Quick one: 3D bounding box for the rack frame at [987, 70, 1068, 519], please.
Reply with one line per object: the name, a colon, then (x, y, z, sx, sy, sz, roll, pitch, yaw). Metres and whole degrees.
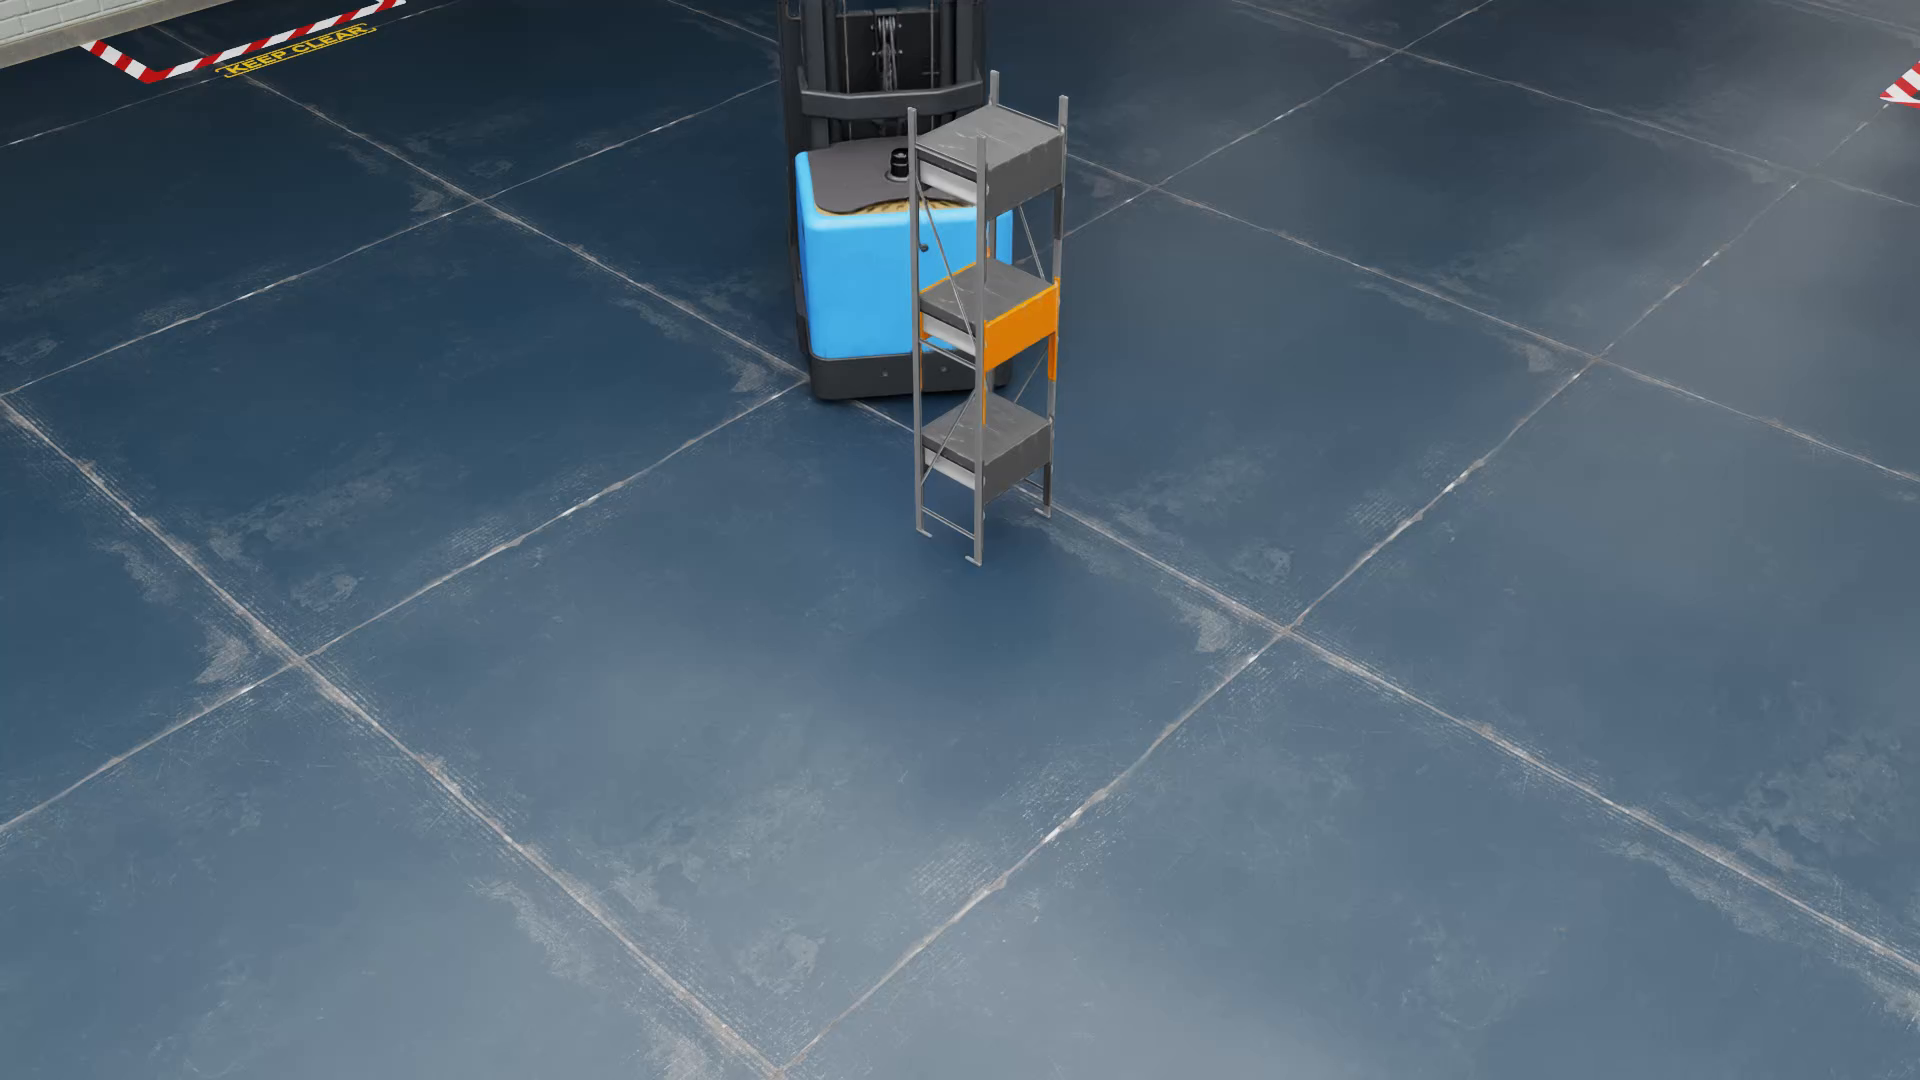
rack frame: (0.276, -1.010, 7.333, 0.400, 2.100, 0.015, 30, 47, 32)

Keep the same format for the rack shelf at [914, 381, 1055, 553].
rack shelf: (0.112, -0.339, 7.636, 0.431, 0.518, 0.480, 30, 47, 32)

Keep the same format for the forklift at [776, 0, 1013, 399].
forklift: (-0.441, -2.782, 8.894, 1.130, 2.935, 3.031, -5, 39, -6)

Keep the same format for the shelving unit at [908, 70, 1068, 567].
shelving unit: (0.112, -0.898, 7.192, 0.431, 2.100, 0.503, 30, 47, 32)

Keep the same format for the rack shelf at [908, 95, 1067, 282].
rack shelf: (0.112, -1.435, 6.765, 0.431, 0.518, 0.480, 30, 47, 32)

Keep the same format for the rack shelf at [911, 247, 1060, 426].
rack shelf: (0.112, -0.887, 7.201, 0.431, 0.518, 0.480, 30, 47, 32)

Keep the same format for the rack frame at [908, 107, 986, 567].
rack frame: (-0.053, -0.786, 7.051, 0.400, 2.100, 0.015, 30, 47, 32)
